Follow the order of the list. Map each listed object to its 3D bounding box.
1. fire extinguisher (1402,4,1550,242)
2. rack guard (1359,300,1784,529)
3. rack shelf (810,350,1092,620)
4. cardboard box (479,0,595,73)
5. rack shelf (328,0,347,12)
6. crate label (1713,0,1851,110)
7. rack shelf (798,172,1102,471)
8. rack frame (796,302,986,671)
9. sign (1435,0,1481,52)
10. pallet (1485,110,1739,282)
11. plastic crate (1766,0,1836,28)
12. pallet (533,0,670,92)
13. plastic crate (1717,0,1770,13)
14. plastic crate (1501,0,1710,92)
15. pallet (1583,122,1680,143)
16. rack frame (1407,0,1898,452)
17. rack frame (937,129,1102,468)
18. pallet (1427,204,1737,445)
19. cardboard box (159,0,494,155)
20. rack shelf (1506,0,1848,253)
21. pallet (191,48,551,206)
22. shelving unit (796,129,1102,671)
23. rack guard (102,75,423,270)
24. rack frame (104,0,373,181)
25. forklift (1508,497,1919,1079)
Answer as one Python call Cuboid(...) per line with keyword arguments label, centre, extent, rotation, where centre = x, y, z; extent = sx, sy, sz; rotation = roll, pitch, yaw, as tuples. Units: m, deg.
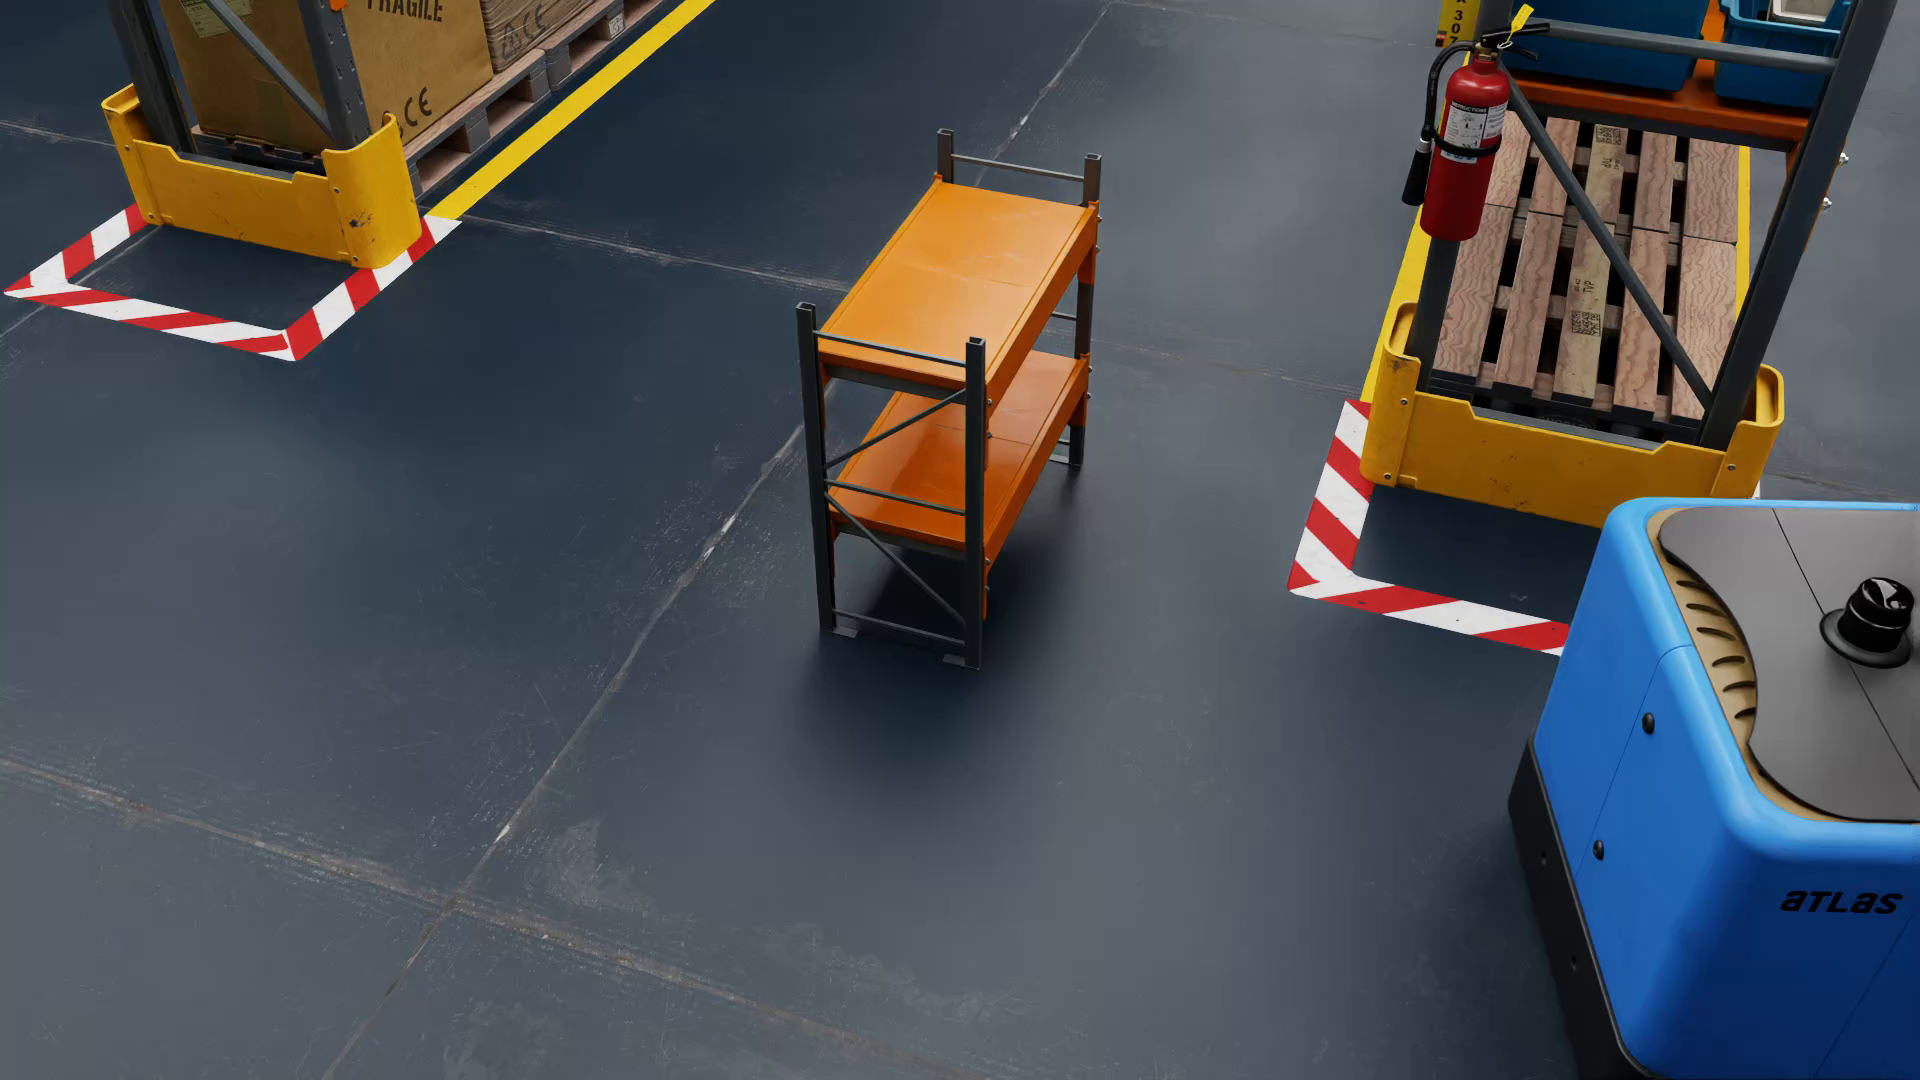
Cuboid(label="fire extinguisher", centre=(1.432, -1.171, 4.658), extent=(0.296, 0.674, 0.183), rotation=(13, 42, 15))
Cuboid(label="rack guard", centre=(1.915, -0.365, 5.293), extent=(1.175, 0.500, 0.348), rotation=(13, 42, 15))
Cuboid(label="rack shelf", centre=(-0.002, -0.238, 5.039), extent=(0.538, 0.278, 1.000), rotation=(13, 42, 15))
Cuboid(label="cardboard box", centre=(-2.289, -2.747, 7.473), extent=(0.875, 0.875, 0.875), rotation=(13, 42, 15))
Cuboid(label="rack shelf", centre=(-2.060, -3.379, 7.454), extent=(1.077, 0.370, 4.000), rotation=(13, 42, 15))
Cuboid(label="crate label", centre=(2.304, -1.370, 4.628), extent=(0.416, 0.233, 0.303), rotation=(13, 42, 15))
Cuboid(label="rack shelf", centre=(-0.002, -0.646, 4.690), extent=(0.538, 0.278, 1.000), rotation=(13, 42, 15))
Cuboid(label="rack frame", centre=(-0.176, -0.114, 4.517), extent=(0.500, 1.125, 0.032), rotation=(13, 42, 15))
Cuboid(label="sign", centre=(1.388, -1.508, 4.580), extent=(0.100, 0.325, 0.005), rotation=(13, 42, 15))
Cuboid(label="pallet", centre=(2.648, -1.509, 6.856), extent=(1.003, 0.211, 1.213), rotation=(13, 42, 15))
Cuboid(label="plastic crate", centre=(2.492, -1.511, 4.867), extent=(0.250, 0.136, 0.298), rotation=(13, 42, 15))
Cuboid(label="pallet", centre=(-2.125, -2.619, 8.157), extent=(1.003, 0.211, 1.213), rotation=(13, 42, 15))
Cuboid(label="plastic crate", centre=(2.530, -1.772, 5.098), extent=(0.416, 0.233, 0.300), rotation=(13, 42, 15))
Cuboid(label="plastic crate", centre=(1.850, -1.615, 4.759), extent=(0.616, 0.435, 0.499), rotation=(13, 42, 15))
Cuboid(label="pallet", centre=(3.063, -2.255, 7.731), extent=(1.003, 0.211, 1.213), rotation=(13, 42, 15))
Cuboid(label="rack frame", centre=(1.911, -1.334, 4.502), extent=(1.000, 3.000, 0.127), rotation=(13, 42, 15))
Cuboid(label="rack frame", centre=(0.172, -0.734, 5.243), extent=(0.500, 1.125, 0.032), rotation=(13, 42, 15))
Cuboid(label="pallet", centre=(2.229, -0.767, 5.986), extent=(1.003, 0.211, 1.213), rotation=(13, 42, 15))
Cuboid(label="cardboard box", centre=(-2.600, -2.192, 6.822), extent=(0.875, 0.875, 0.875), rotation=(13, 42, 15))
Cuboid(label="rack shelf", centre=(2.595, -2.280, 6.165), extent=(1.077, 0.370, 4.000), rotation=(13, 42, 15))
Cuboid(label="pallet", centre=(-2.544, -1.877, 7.287), extent=(1.003, 0.211, 1.213), rotation=(13, 42, 15))
Cuboid(label="shelving unit", centre=(-0.002, -0.424, 4.880), extent=(0.538, 1.125, 1.048), rotation=(13, 42, 15))
Cuboid(label="rack guard", centre=(-2.752, -1.467, 6.585), extent=(1.175, 0.500, 0.348), rotation=(13, 42, 15))
Cuboid(label="rack frame", centre=(-2.744, -2.433, 5.790), extent=(1.000, 3.000, 0.127), rotation=(13, 42, 15))
Cuboid(label="forklift", centre=(2.922, -0.050, 3.051), extent=(3.031, 2.935, 1.130), rotation=(1, 40, 2))
